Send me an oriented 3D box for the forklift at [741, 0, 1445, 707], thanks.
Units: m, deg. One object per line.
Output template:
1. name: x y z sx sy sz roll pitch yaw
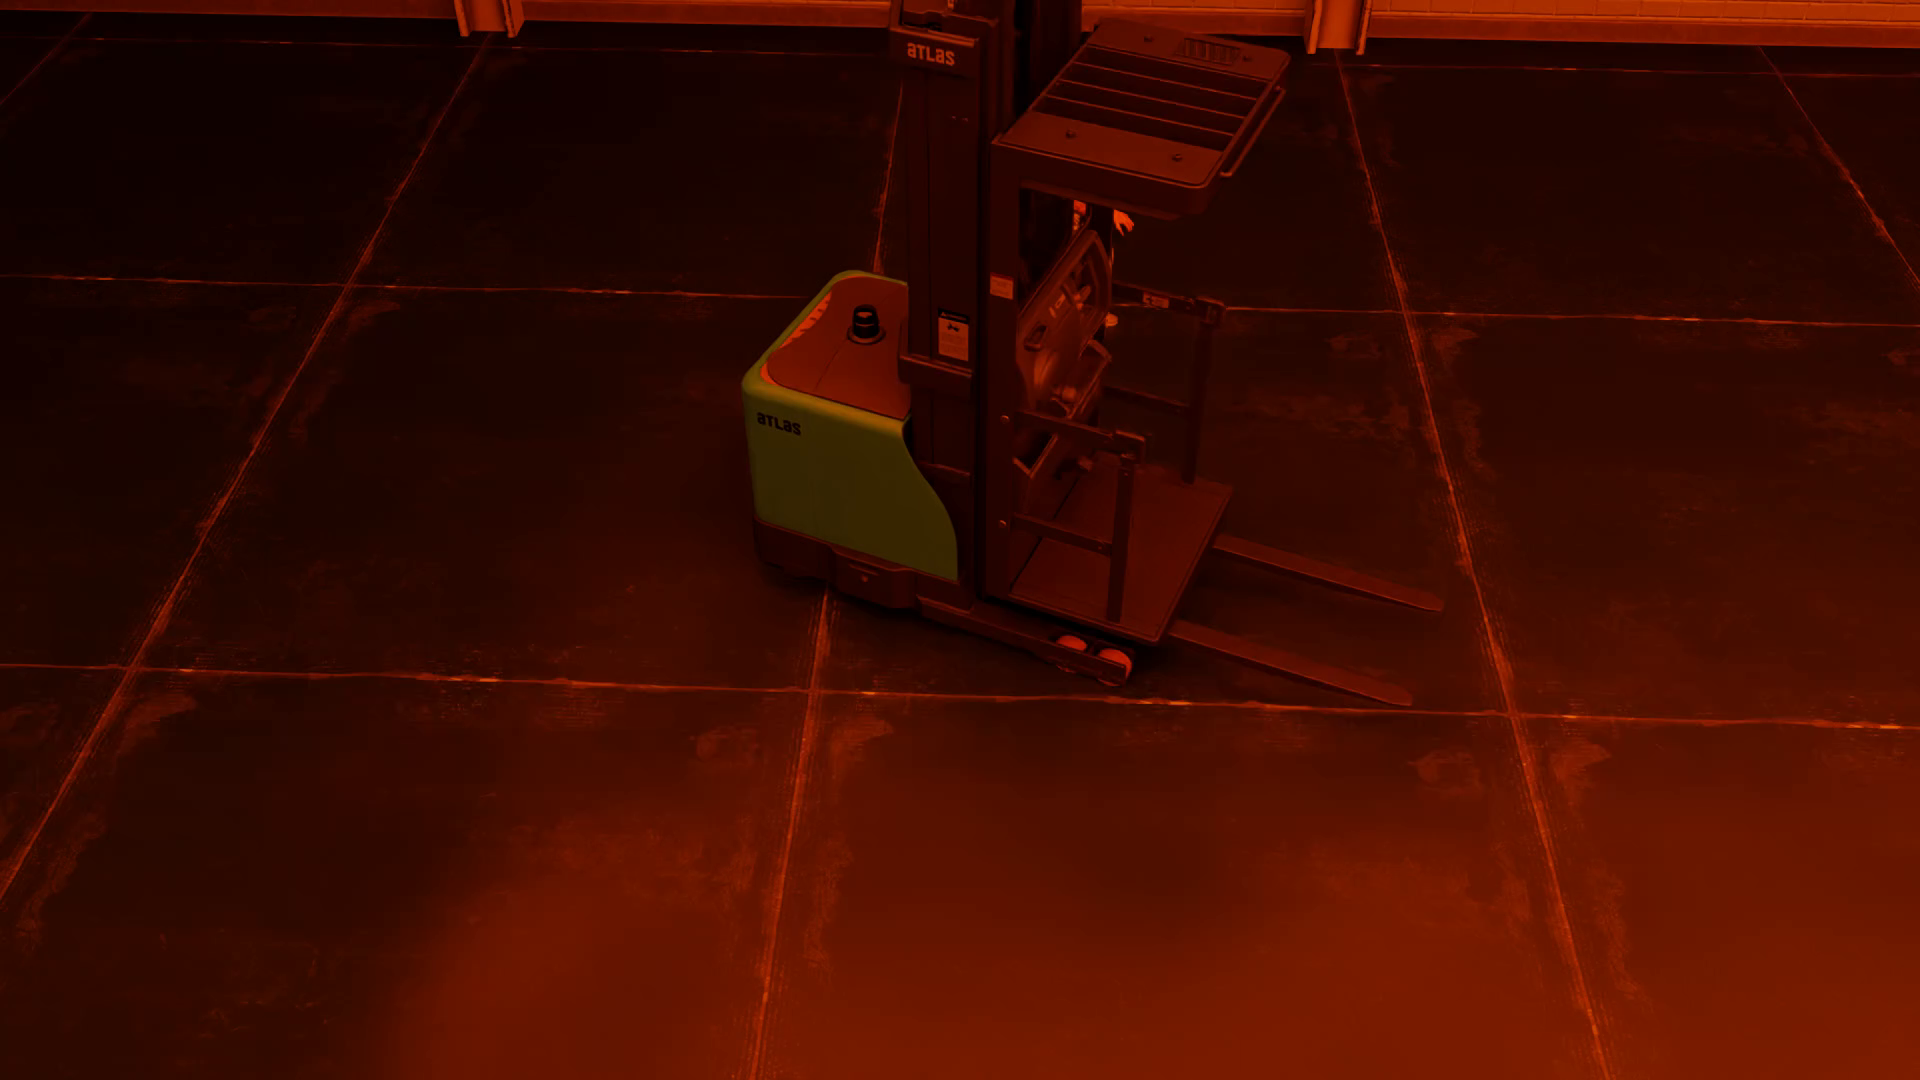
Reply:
1. forklift: 0.609 -0.859 6.683 3.031 2.935 1.130 17 45 18

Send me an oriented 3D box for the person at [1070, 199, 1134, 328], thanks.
1. person: 0.715 -1.577 8.600 1.062 1.437 0.836 -18 45 -19
